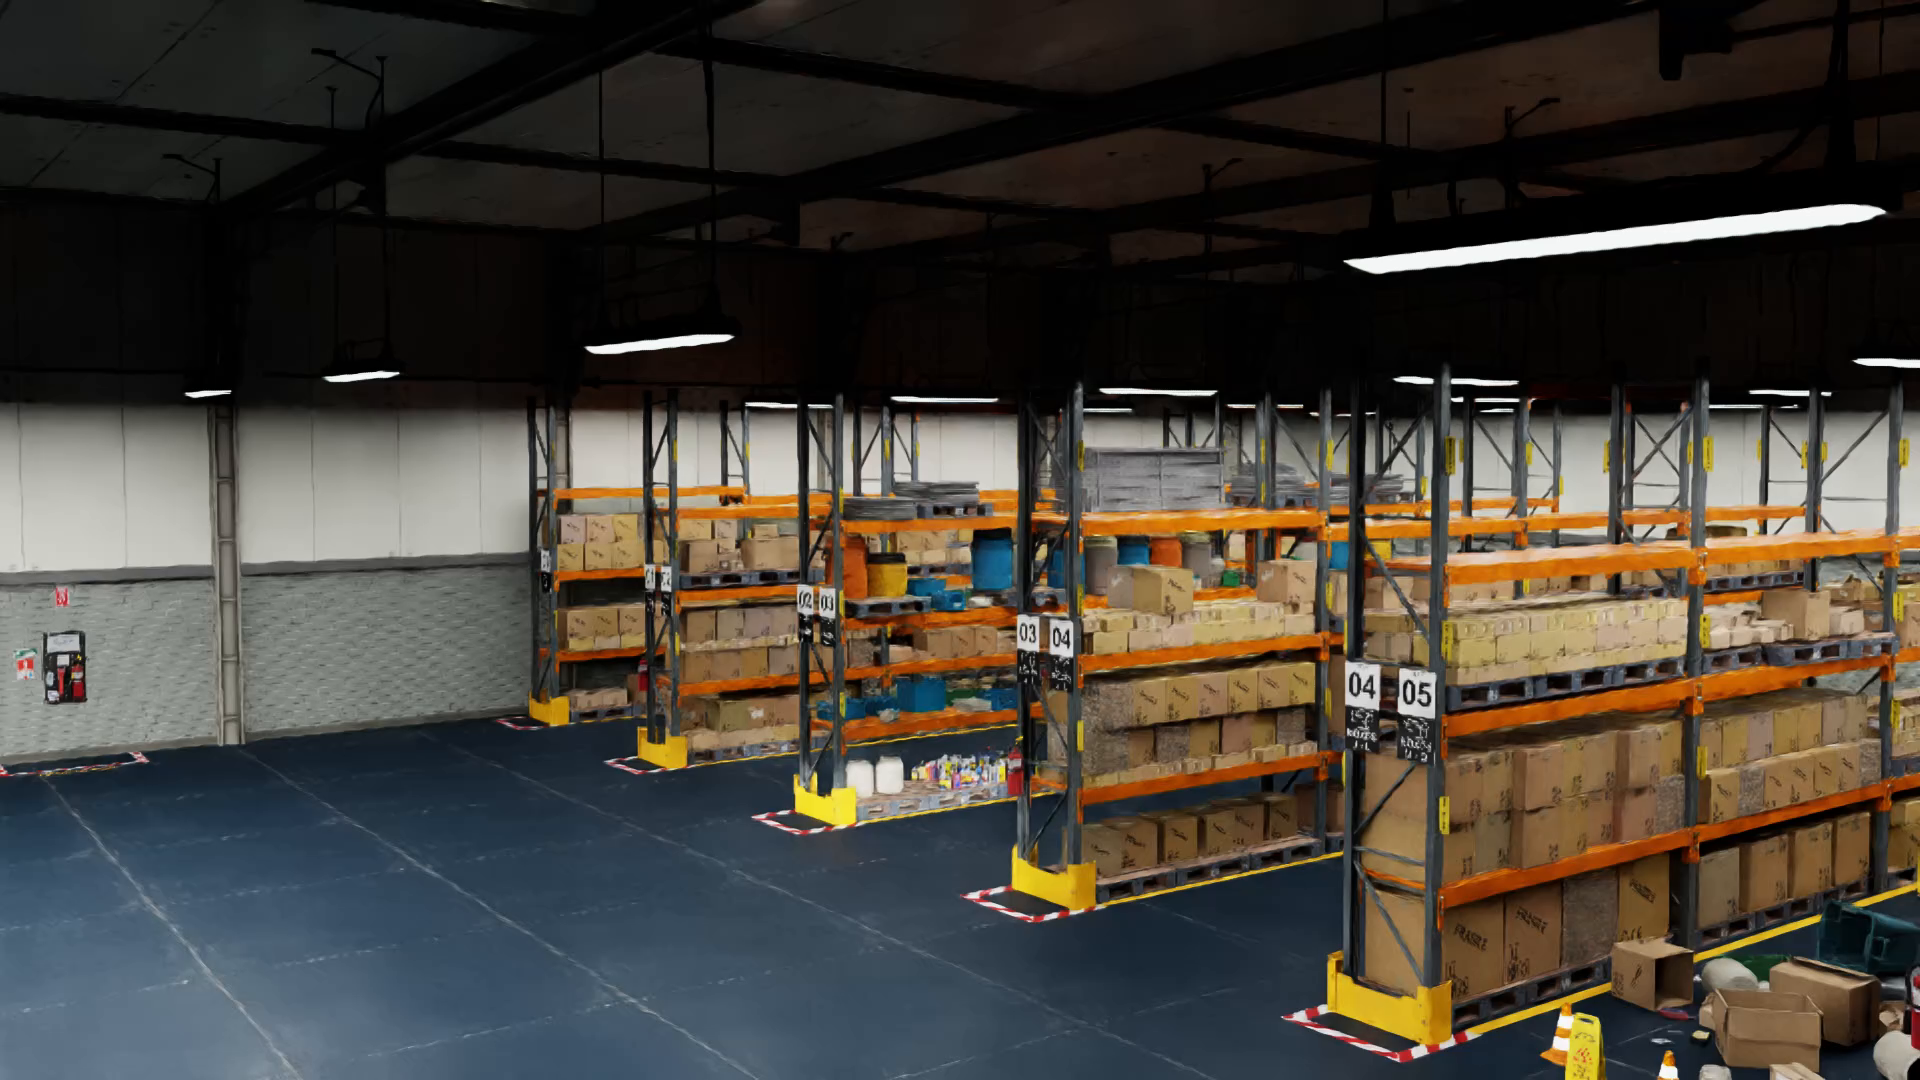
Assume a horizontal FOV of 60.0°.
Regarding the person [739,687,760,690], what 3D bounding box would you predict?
[{"bbox_3d":[-3.708,2.569,29.548,0.538,1.712,0.729,-3,4,-37],"label":"person"}]
